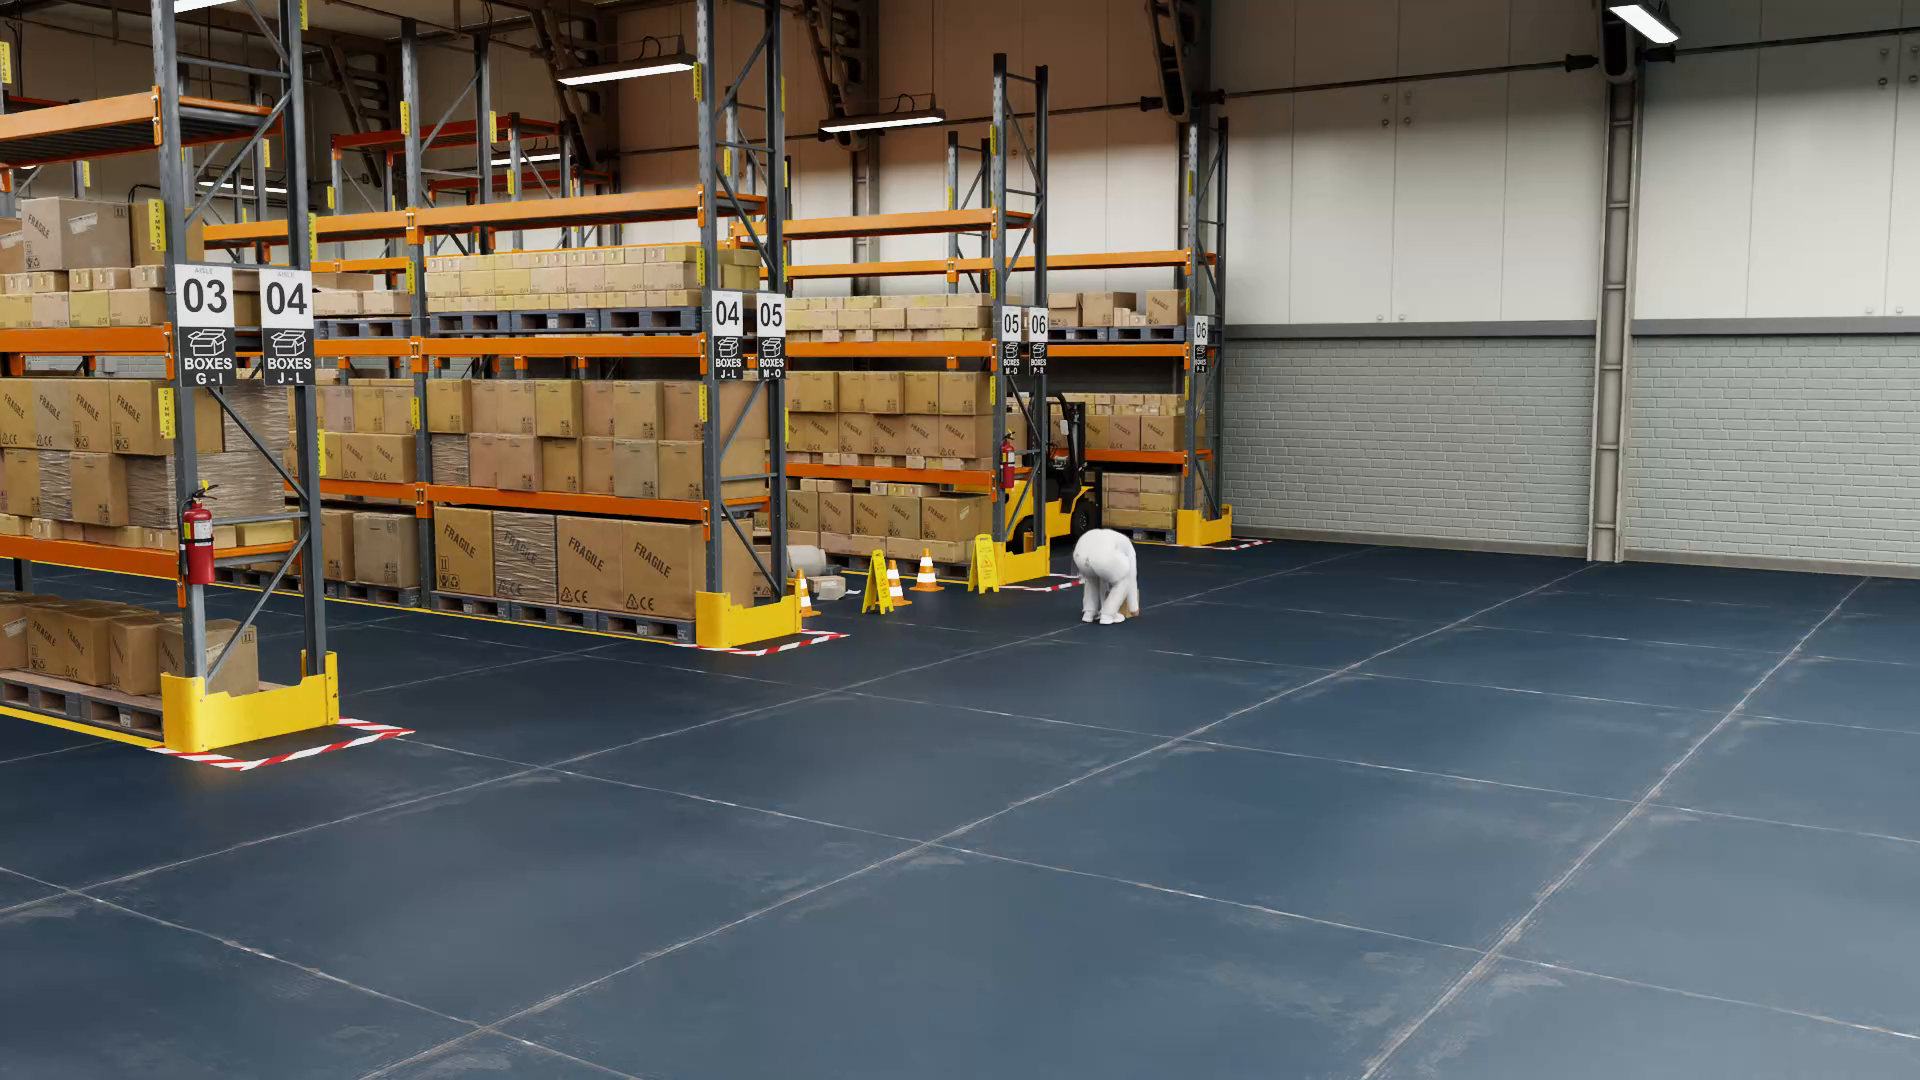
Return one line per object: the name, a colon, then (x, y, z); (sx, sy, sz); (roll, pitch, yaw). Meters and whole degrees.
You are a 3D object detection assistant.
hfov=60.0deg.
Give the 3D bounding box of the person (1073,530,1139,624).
person: (1.477, 0.344, 16.589); (0.587, 0.934, 0.949); (4, 7, 31)
